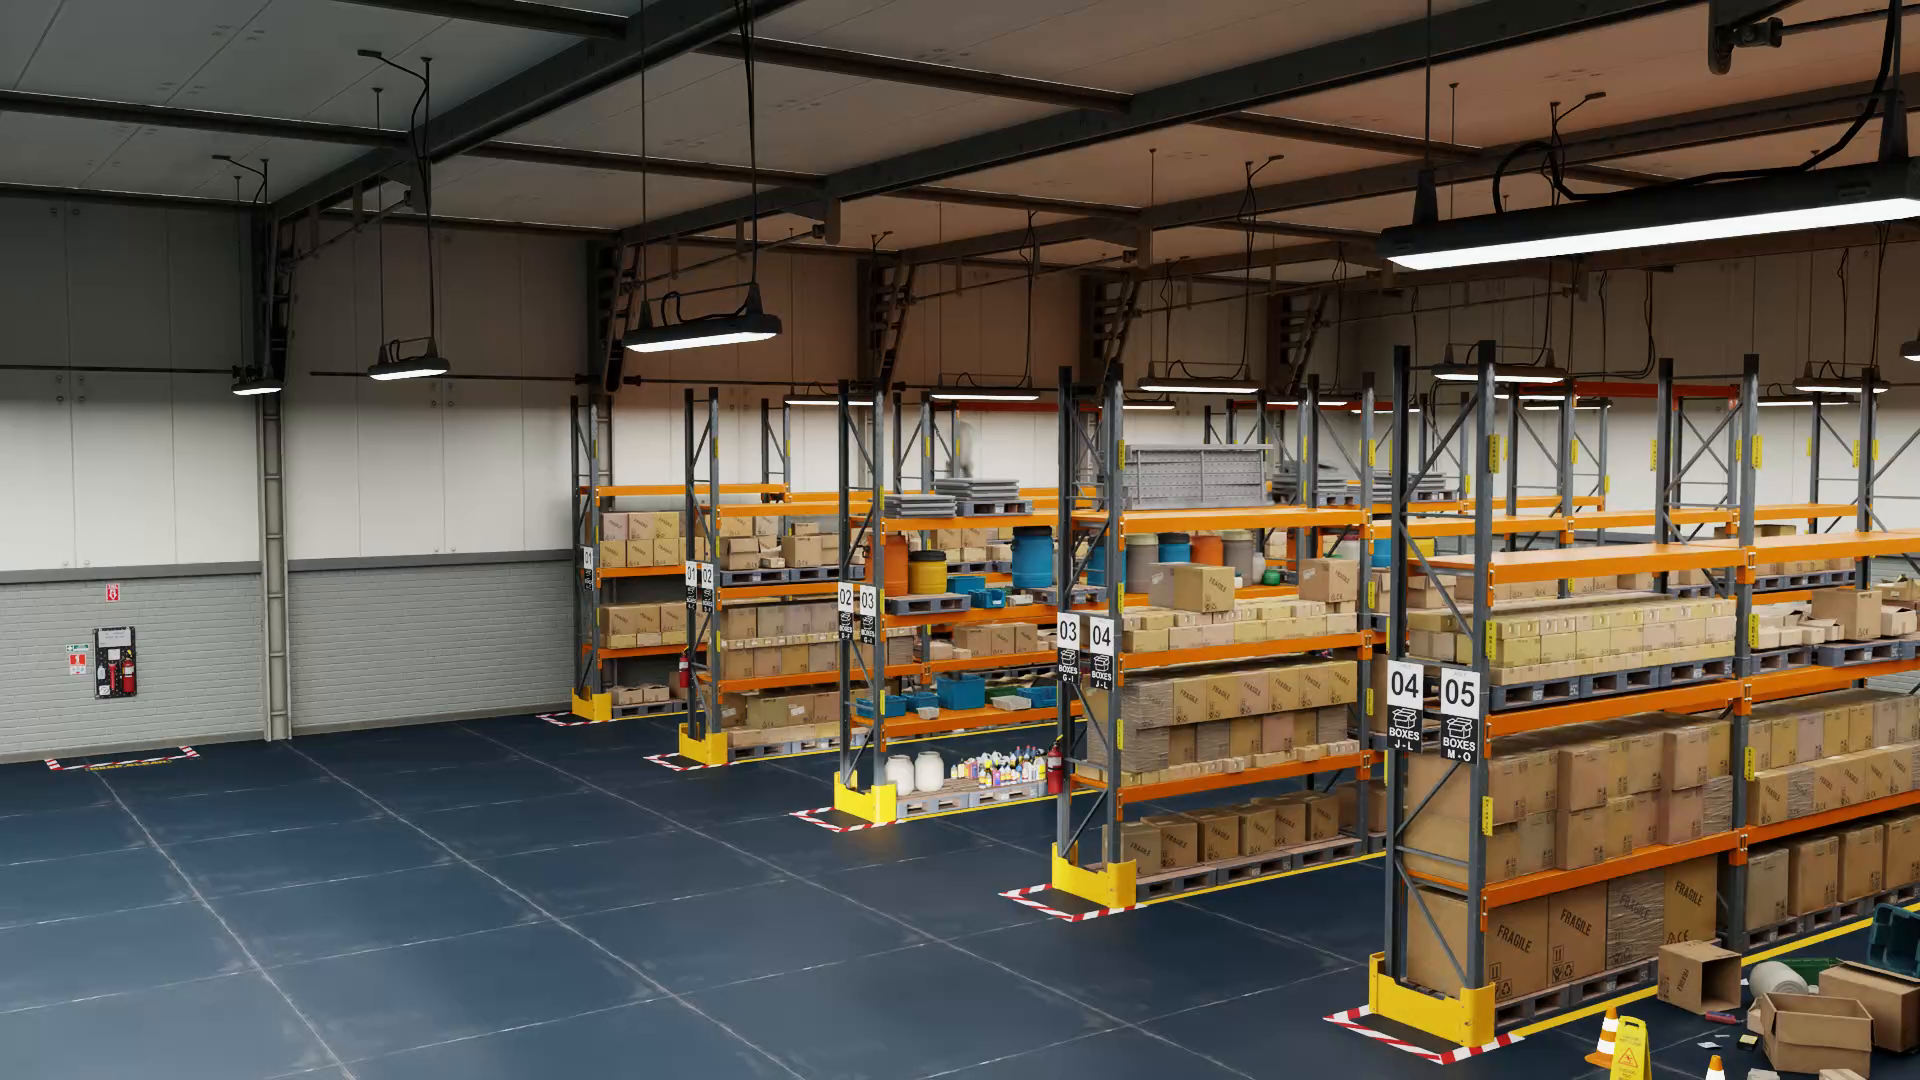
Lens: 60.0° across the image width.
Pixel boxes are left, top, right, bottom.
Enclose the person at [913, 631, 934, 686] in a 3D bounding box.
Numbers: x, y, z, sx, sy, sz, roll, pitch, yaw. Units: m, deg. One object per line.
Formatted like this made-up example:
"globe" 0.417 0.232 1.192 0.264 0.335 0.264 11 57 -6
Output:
"person" -0.756 2.479 32.211 0.591 1.503 0.815 2 4 33
